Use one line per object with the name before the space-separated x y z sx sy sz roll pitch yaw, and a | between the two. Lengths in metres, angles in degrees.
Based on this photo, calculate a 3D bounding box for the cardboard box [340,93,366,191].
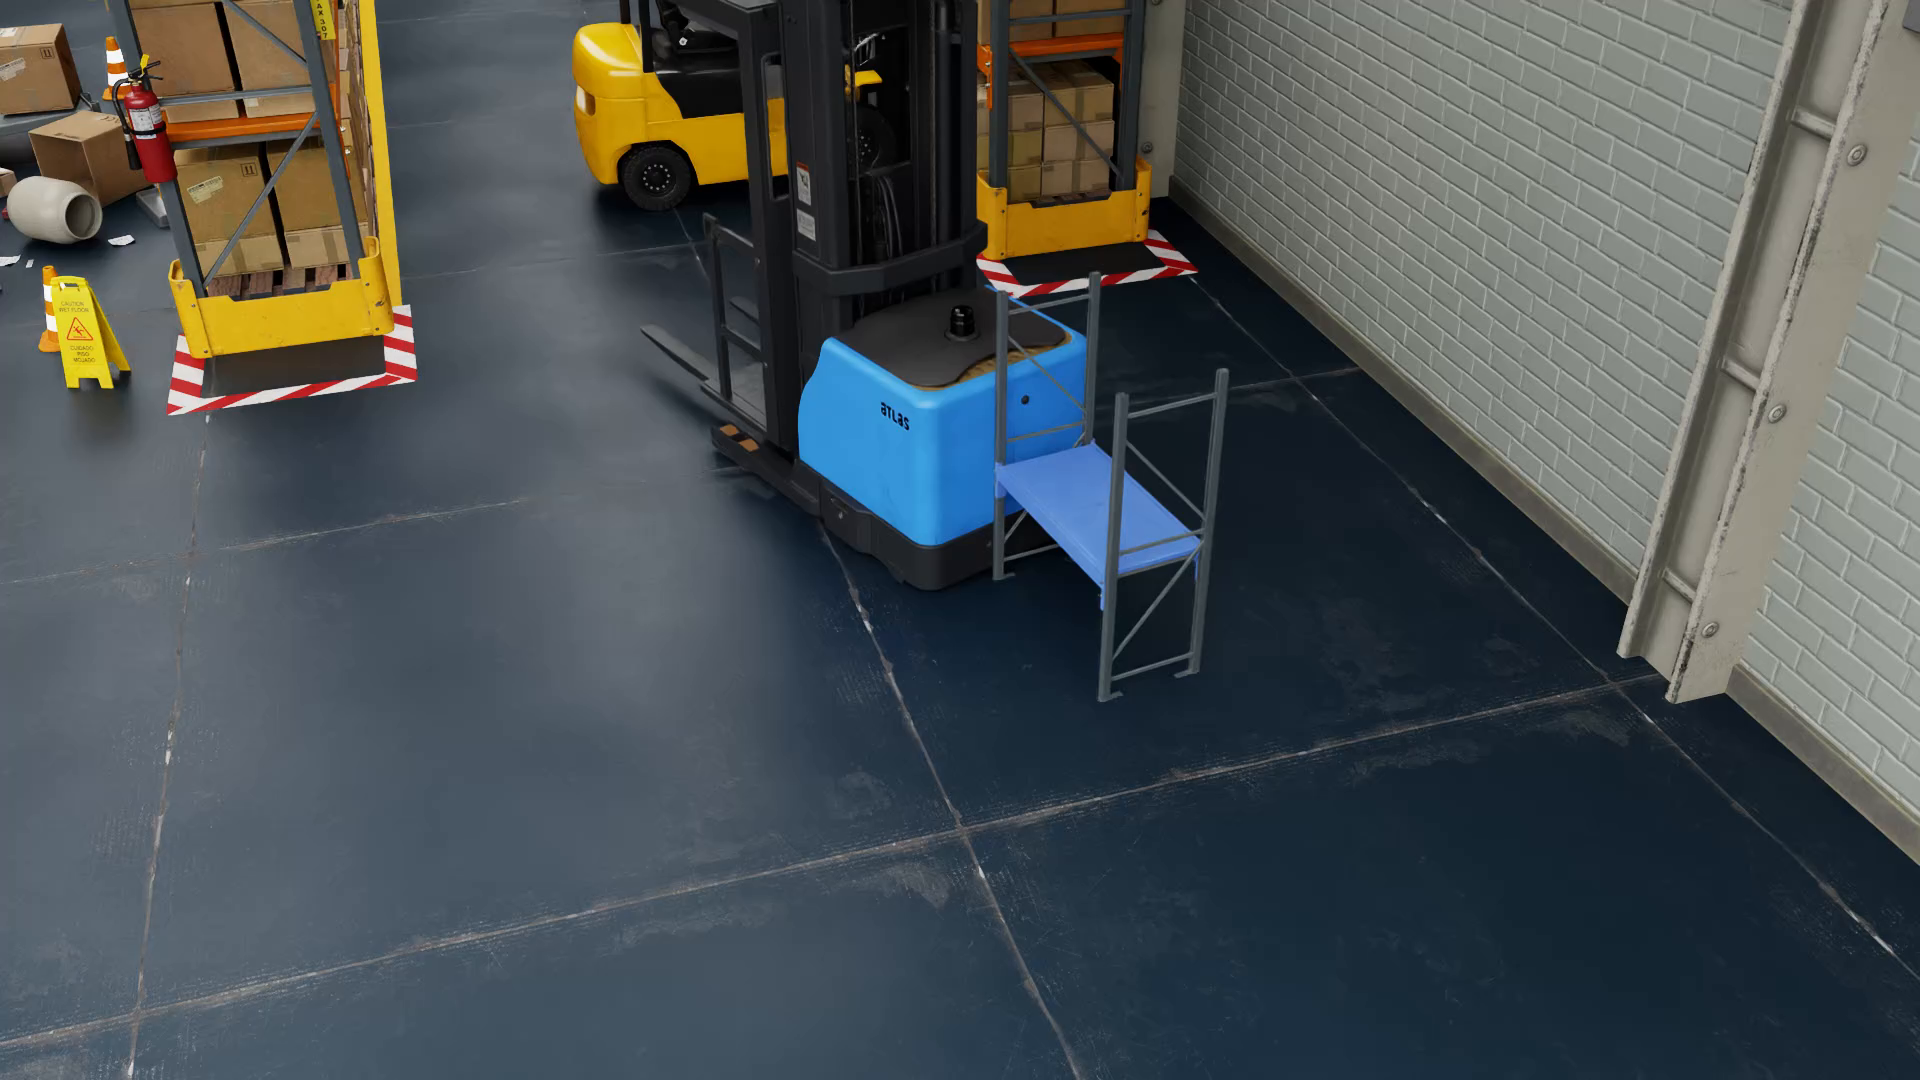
cardboard box | -4.196 -2.566 10.846 0.500 0.500 0.500 -11 35 -17

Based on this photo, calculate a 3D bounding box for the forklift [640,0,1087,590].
forklift | -0.677 -1.740 8.224 1.130 2.935 3.031 -23 40 -31

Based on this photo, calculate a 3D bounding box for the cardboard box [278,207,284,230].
cardboard box | -4.695 -2.150 10.895 0.500 0.250 0.500 -10 35 -15

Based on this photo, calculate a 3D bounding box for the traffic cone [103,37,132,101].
traffic cone | -6.973 -3.926 13.772 0.336 0.463 0.334 -10 35 -15

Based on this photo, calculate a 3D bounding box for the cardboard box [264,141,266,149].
cardboard box | -4.697 -2.460 10.685 0.500 0.500 0.500 -9 34 -13

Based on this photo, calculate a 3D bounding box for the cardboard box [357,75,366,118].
cardboard box | -4.825 -3.332 12.685 0.500 0.250 0.500 -8 34 -13

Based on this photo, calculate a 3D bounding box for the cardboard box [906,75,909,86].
cardboard box | -0.082 -3.278 12.150 0.500 0.250 0.500 -11 35 -16

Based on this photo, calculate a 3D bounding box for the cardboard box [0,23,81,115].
cardboard box | -6.948 -3.527 12.447 0.500 0.500 0.500 -10 35 -15

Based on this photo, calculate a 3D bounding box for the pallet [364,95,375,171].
pallet | -5.023 -3.059 12.688 1.003 0.211 1.213 -10 35 -15

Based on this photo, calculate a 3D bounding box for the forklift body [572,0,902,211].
forklift body | -1.631 -3.640 11.808 2.313 2.155 1.214 -10 35 -15

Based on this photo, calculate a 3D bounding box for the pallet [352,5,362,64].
pallet | -5.876 -4.456 14.802 1.003 0.211 1.213 -10 35 -15

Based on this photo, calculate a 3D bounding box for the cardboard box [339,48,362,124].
cardboard box | -4.512 -3.110 11.669 0.500 0.500 0.500 -8 34 -12

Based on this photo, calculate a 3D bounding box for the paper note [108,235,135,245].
paper note | -5.705 -2.043 11.314 0.142 0.019 0.148 -23 40 -31

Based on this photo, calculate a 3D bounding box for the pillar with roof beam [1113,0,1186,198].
pillar with roof beam | -2.769 -5.602 8.565 9.100 9.000 0.400 -10 35 -15

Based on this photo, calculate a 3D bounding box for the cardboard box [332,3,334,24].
cardboard box | -4.398 -3.546 11.123 0.380 0.149 0.250 -10 35 -14

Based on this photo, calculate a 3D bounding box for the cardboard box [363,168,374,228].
cardboard box | -4.173 -2.236 11.027 0.500 0.250 0.500 -9 34 -13

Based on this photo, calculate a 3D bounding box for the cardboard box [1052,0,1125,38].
cardboard box | 0.798 -3.654 10.969 0.500 0.500 0.500 -9 34 -13

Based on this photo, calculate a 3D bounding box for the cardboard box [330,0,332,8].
cardboard box | -4.402 -3.735 10.820 0.500 0.500 0.500 -11 35 -16

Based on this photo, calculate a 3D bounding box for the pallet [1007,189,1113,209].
pallet | 0.411 -2.537 11.898 1.003 0.211 1.213 -10 35 -15

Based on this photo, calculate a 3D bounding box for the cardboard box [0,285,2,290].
cardboard box | -6.365 -1.628 10.578 0.380 0.149 0.250 7 34 10

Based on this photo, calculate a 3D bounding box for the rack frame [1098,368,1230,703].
rack frame | 0.828 0.013 6.870 0.500 1.500 0.032 -15 36 -21

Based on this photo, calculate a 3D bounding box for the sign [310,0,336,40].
sign | -3.525 -2.922 9.165 0.100 0.325 0.005 -10 35 -15

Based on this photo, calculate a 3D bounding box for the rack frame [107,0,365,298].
rack frame | -4.042 -2.469 9.266 1.000 3.000 0.127 -10 35 -15

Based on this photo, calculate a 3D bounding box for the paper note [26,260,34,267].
paper note | -6.160 -1.832 11.013 0.032 0.001 0.123 -10 35 -15

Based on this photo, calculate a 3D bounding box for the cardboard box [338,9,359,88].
cardboard box | -4.826 -3.645 12.478 0.500 0.500 0.500 -10 35 -15

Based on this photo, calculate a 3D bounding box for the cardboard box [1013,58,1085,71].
cardboard box | 0.562 -3.297 11.725 0.500 0.250 0.500 -10 35 -15

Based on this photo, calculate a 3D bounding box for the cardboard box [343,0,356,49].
cardboard box | -5.647 -4.300 14.039 0.950 0.372 0.625 -8 34 -12

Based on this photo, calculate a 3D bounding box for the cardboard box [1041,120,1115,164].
cardboard box | 0.739 -2.824 11.463 0.500 0.250 0.500 -9 35 -14

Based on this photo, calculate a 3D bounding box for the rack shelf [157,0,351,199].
rack shelf | -4.652 -3.219 11.053 1.077 0.370 4.000 -10 35 -15

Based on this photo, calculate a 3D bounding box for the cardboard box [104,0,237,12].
cardboard box | -4.405 -3.284 9.231 0.700 0.500 0.500 -11 35 -16

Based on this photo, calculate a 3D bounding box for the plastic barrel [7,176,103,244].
plastic barrel | -6.113 -2.224 11.232 0.512 0.421 0.421 13 36 18

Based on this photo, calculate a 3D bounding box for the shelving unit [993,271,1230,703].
shelving unit | 0.609 -0.240 7.253 0.538 1.500 1.048 -15 36 -21

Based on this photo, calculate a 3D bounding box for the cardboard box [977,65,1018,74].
cardboard box | 0.086 -3.207 11.589 0.500 0.250 0.500 -9 35 -14

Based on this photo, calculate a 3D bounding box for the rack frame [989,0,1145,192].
rack frame | 0.684 -3.306 10.532 1.000 3.000 0.127 -10 35 -15

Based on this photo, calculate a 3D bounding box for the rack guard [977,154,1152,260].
rack guard | 0.692 -2.250 11.202 1.175 0.500 0.348 -10 35 -15

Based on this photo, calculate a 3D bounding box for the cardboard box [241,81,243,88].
cardboard box | -4.039 -2.708 9.855 0.380 0.149 0.250 -10 35 -14

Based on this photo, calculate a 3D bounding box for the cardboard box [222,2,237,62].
cardboard box | -4.618 -3.137 9.916 0.500 0.500 0.500 -10 35 -15

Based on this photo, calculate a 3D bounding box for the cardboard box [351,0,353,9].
cardboard box | -6.086 -5.064 15.195 0.950 0.372 0.625 -11 35 -16

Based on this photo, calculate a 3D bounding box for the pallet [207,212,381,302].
pallet | -4.279 -1.778 10.749 1.003 0.211 1.213 -10 35 -15

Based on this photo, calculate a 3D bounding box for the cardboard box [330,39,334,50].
cardboard box | -4.083 -3.202 10.014 0.500 0.500 0.500 -9 35 -13

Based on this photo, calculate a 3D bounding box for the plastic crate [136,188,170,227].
plastic crate | -5.564 -2.389 11.793 0.402 0.080 0.583 -23 40 -31

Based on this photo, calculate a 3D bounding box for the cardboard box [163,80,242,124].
cardboard box | -4.359 -2.525 9.578 0.380 0.149 0.250 -9 34 -13

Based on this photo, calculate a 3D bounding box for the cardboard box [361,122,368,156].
cardboard box | -4.503 -2.786 11.859 0.500 0.250 0.500 -9 35 -14

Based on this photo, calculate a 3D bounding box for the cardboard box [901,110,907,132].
cardboard box | -0.226 -3.323 12.671 0.500 0.250 0.500 -9 34 -13

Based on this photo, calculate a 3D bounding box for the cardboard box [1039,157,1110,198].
cardboard box | 0.721 -2.625 11.614 0.500 0.250 0.500 -10 35 -15
